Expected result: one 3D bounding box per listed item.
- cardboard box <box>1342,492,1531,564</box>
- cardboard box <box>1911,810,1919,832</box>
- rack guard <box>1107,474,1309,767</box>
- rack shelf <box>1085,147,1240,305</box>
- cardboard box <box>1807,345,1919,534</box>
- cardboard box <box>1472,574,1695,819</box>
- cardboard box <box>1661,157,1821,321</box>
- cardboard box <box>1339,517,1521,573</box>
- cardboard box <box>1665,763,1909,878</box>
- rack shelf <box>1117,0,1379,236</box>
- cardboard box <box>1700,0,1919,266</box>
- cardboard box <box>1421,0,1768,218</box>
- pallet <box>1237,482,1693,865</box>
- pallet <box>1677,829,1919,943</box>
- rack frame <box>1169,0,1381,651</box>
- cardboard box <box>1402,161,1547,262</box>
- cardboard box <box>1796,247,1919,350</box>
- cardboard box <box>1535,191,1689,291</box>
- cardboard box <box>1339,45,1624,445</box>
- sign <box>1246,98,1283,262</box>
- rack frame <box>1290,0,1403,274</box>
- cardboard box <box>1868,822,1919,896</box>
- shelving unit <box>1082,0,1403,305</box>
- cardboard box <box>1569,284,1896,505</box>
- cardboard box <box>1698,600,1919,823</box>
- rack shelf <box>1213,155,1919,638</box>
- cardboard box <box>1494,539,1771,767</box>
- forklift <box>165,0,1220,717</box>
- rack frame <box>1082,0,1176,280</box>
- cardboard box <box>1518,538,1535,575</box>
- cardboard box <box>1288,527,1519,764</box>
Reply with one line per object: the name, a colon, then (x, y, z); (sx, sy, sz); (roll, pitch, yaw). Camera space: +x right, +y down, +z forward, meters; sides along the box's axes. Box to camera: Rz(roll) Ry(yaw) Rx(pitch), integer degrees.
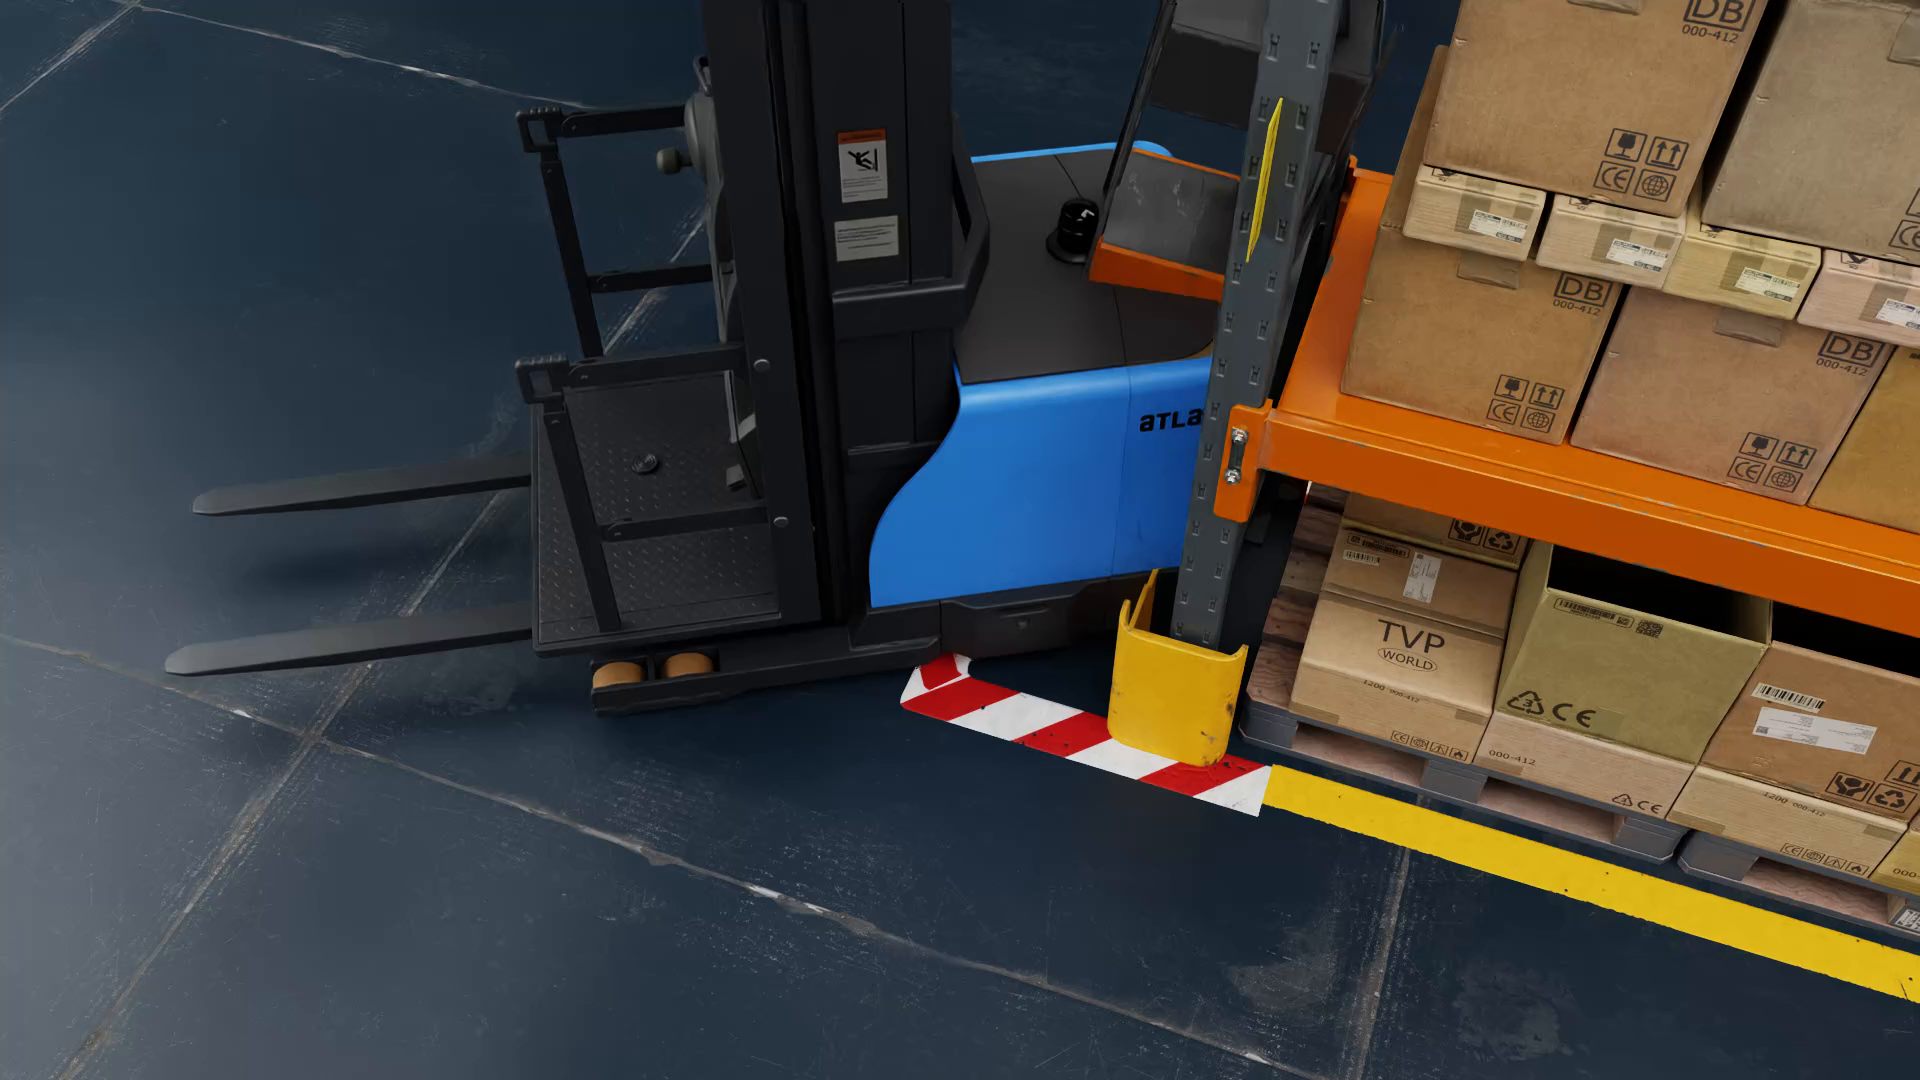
cardboard box: (1.397, -0.333, 4.599); (0.500, 0.500, 0.500); (16, 51, 13)
cardboard box: (2.623, 0.430, 3.938); (0.500, 0.500, 0.500); (16, 51, 13)
rack guard: (0.768, 0.032, 4.891); (0.348, 0.500, 1.175); (16, 51, 13)
rack shelf: (0.591, -0.729, 4.575); (0.480, 0.518, 0.431); (15, 55, 0)
cardboard box: (2.182, -0.413, 3.557); (0.500, 0.500, 0.700); (16, 51, 13)
cardboard box: (1.687, 0.409, 4.452); (0.500, 0.250, 0.500); (16, 51, 13)
cardboard box: (1.566, -0.636, 3.321); (0.250, 0.149, 0.380); (16, 51, 13)
cardboard box: (1.396, -0.086, 4.881); (0.500, 0.250, 0.500); (16, 51, 13)
cardboard box: (2.156, 0.541, 4.338); (0.500, 0.250, 0.500); (16, 51, 13)
rack shelf: (0.699, -1.116, 4.001); (0.480, 0.518, 0.431); (15, 55, 0)
cardboard box: (1.769, -0.959, 3.171); (0.500, 0.500, 0.700); (14, 51, 12)
cardboard box: (1.274, -1.093, 3.287); (0.500, 0.500, 0.700); (16, 51, 13)
pallet: (1.523, 0.304, 4.847); (1.213, 0.211, 1.003); (16, 51, 13)
pallet: (2.663, 0.624, 4.569); (1.213, 0.211, 1.003); (16, 51, 13)
rack frame: (0.791, -0.780, 3.941); (0.127, 3.000, 1.000); (16, 51, 13)
cardboard box: (1.084, -0.770, 3.437); (0.250, 0.149, 0.380); (15, 51, 13)
cardboard box: (1.802, -0.569, 3.263); (0.250, 0.149, 0.380); (15, 51, 13)
cardboard box: (1.333, -0.703, 3.379); (0.250, 0.149, 0.380); (14, 51, 12)
cardboard box: (1.224, -0.682, 3.790); (0.500, 0.500, 0.700); (16, 51, 13)
sign: (0.593, -0.698, 3.245); (0.005, 0.325, 0.100); (16, 51, 13)
rack frame: (0.828, -0.673, 4.564); (0.015, 2.100, 0.400); (15, 55, 0)
cardboard box: (2.623, 0.675, 4.222); (0.500, 0.250, 0.500); (16, 51, 13)
shelving unit: (0.593, -0.737, 4.563); (0.503, 2.100, 0.431); (15, 55, 0)
cardboard box: (1.719, -0.548, 3.673); (0.500, 0.500, 0.700); (17, 51, 14)
cardboard box: (2.160, 0.287, 4.062); (0.500, 0.500, 0.500); (16, 51, 13)
rack shelf: (2.667, -0.021, 3.759); (4.000, 0.370, 1.077); (16, 51, 13)
cardboard box: (1.687, 0.165, 4.168); (0.500, 0.500, 0.500); (16, 51, 13)
forklift: (-0.783, -0.888, 4.080); (3.031, 2.935, 1.130); (-7, 49, -6)
rack frame: (0.358, -0.801, 4.562); (0.015, 2.100, 0.400); (15, 55, 0)
cardboard box: (1.870, 0.036, 4.775); (0.500, 0.250, 0.500); (16, 51, 13)
cardboard box: (1.217, 0.281, 4.563); (0.500, 0.250, 0.500); (16, 51, 13)
